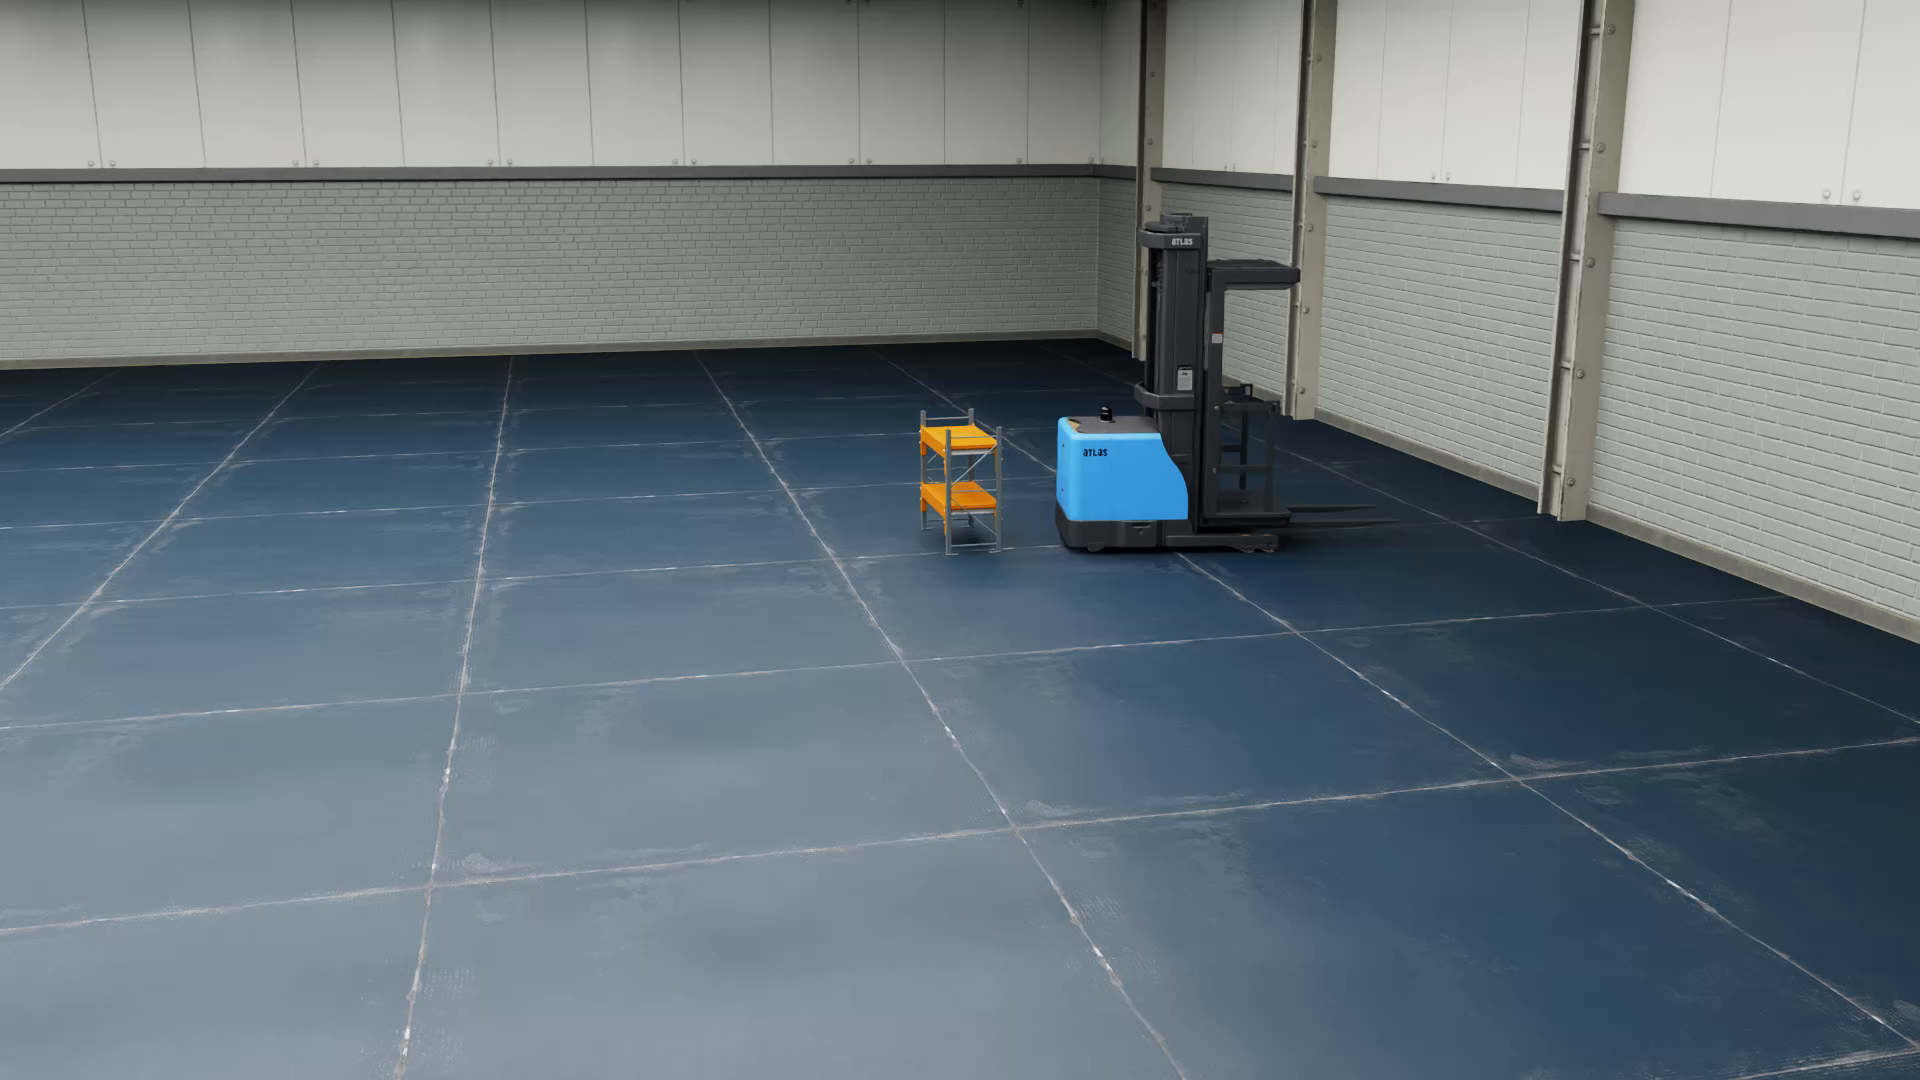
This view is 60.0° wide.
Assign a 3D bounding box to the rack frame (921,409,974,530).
[{"bbox_3d":[-0.118,-0.662,15.590,0.500,1.125,0.032,-3,14,-13],"label":"rack frame"}]

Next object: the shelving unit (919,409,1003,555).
[{"bbox_3d":[0.002,-0.545,15.110,0.538,1.125,1.048,-3,14,-13],"label":"shelving unit"}]

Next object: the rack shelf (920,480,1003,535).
[{"bbox_3d":[0.002,-0.307,15.168,0.538,0.278,1.000,-3,14,-13],"label":"rack shelf"}]

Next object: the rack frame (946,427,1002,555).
[{"bbox_3d":[0.121,-0.428,14.630,0.500,1.125,0.032,-3,14,-13],"label":"rack frame"}]

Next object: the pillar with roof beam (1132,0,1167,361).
[{"bbox_3d":[-1.130,-7.134,25.491,9.100,9.000,0.400,-3,14,-13],"label":"pillar with roof beam"}]

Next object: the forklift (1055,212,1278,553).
[{"bbox_3d":[2.431,-1.434,14.944,3.031,2.935,1.130,-1,14,-4],"label":"forklift"}]

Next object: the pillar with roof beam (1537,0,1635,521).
[{"bbox_3d":[1.688,-4.366,14.160,9.100,9.000,0.400,-3,14,-13],"label":"pillar with roof beam"}]

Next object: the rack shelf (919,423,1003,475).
[{"bbox_3d":[0.002,-0.829,15.041,0.538,0.278,1.000,-3,14,-13],"label":"rack shelf"}]
